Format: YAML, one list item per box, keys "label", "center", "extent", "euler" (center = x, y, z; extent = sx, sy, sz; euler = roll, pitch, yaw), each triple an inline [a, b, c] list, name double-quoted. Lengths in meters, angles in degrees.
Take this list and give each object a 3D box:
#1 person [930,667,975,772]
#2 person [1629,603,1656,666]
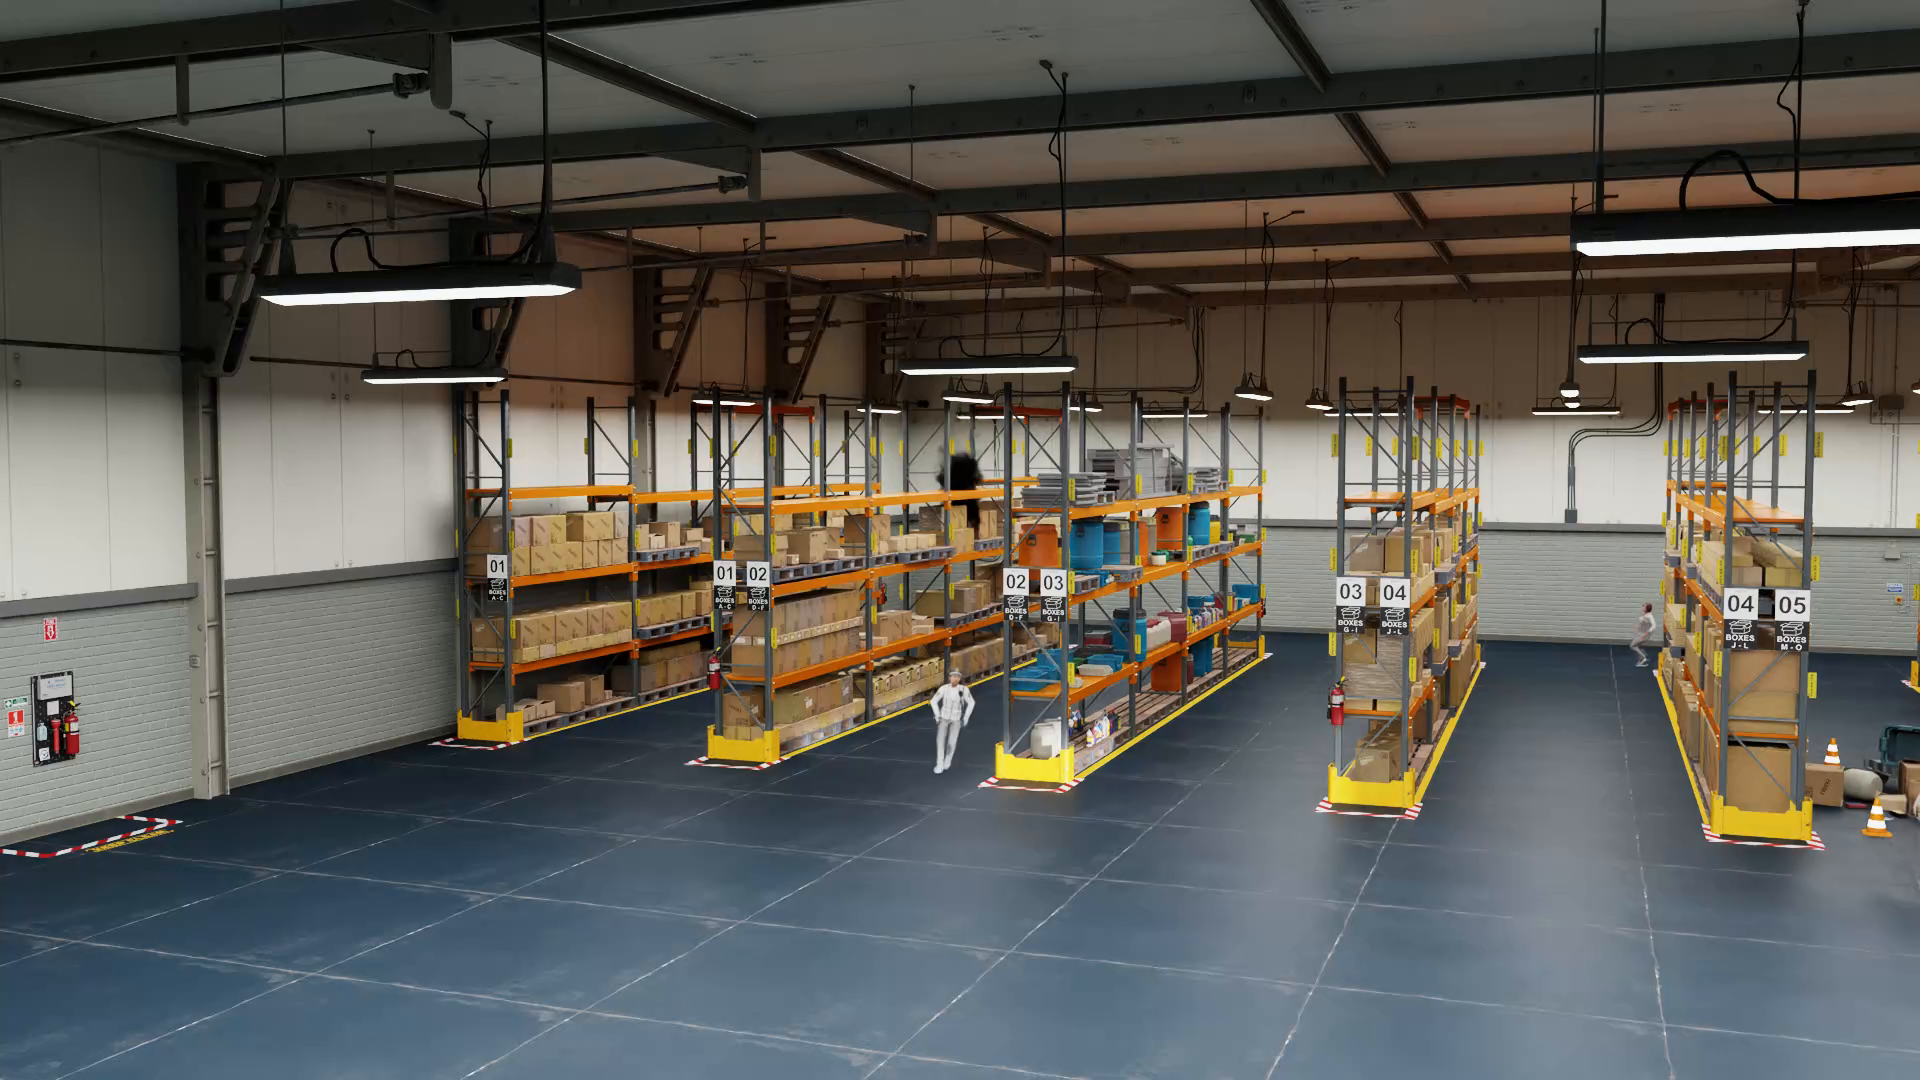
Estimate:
- label: "person"
  center: [-0.126, 2.777, 25.624]
  extent: [0.675, 1.640, 0.521]
  euler: [0, 3, 6]
- label: "person"
  center: [15.569, 2.173, 37.975]
  extent: [0.548, 1.503, 0.644]
  euler: [1, 3, 18]
